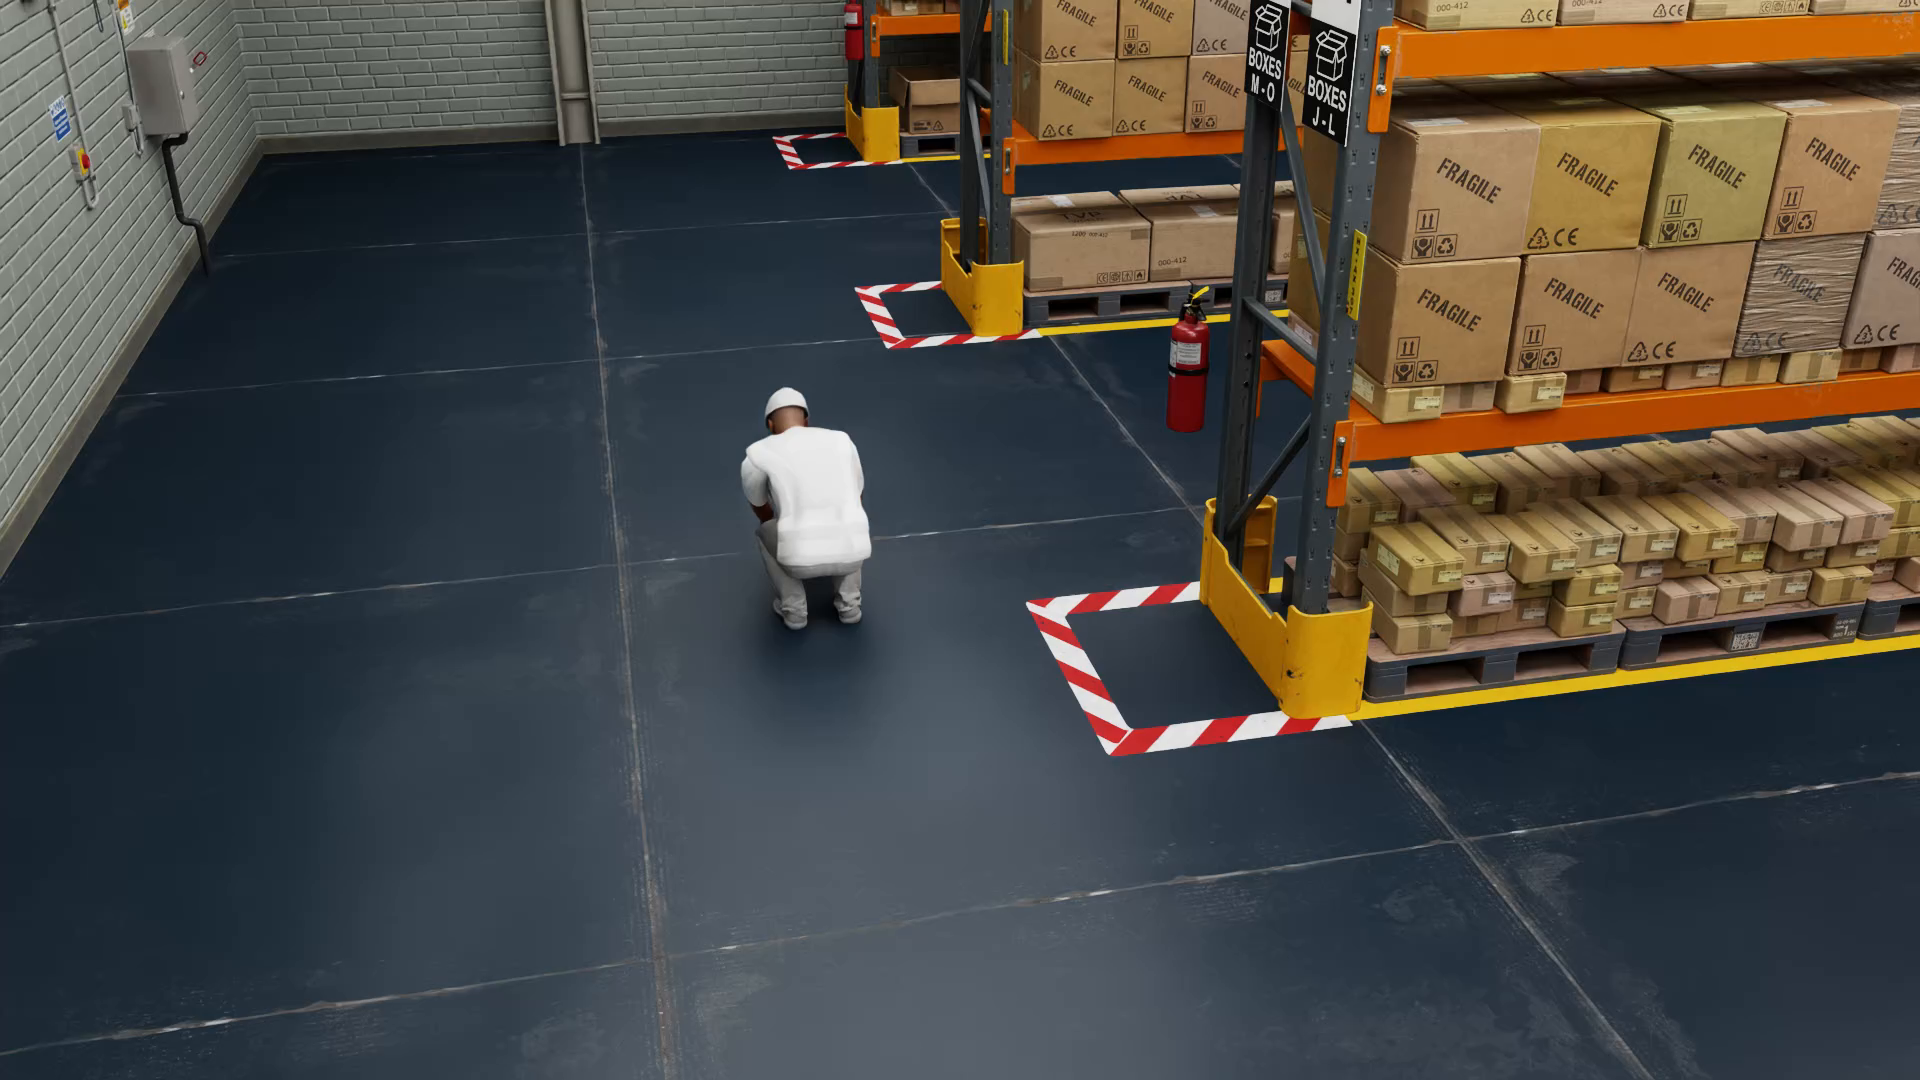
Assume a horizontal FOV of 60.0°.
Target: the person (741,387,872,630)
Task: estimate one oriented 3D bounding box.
[{"bbox_3d":[-0.713,-0.155,7.766,0.590,0.998,0.883,-6,27,-11],"label":"person"}]
